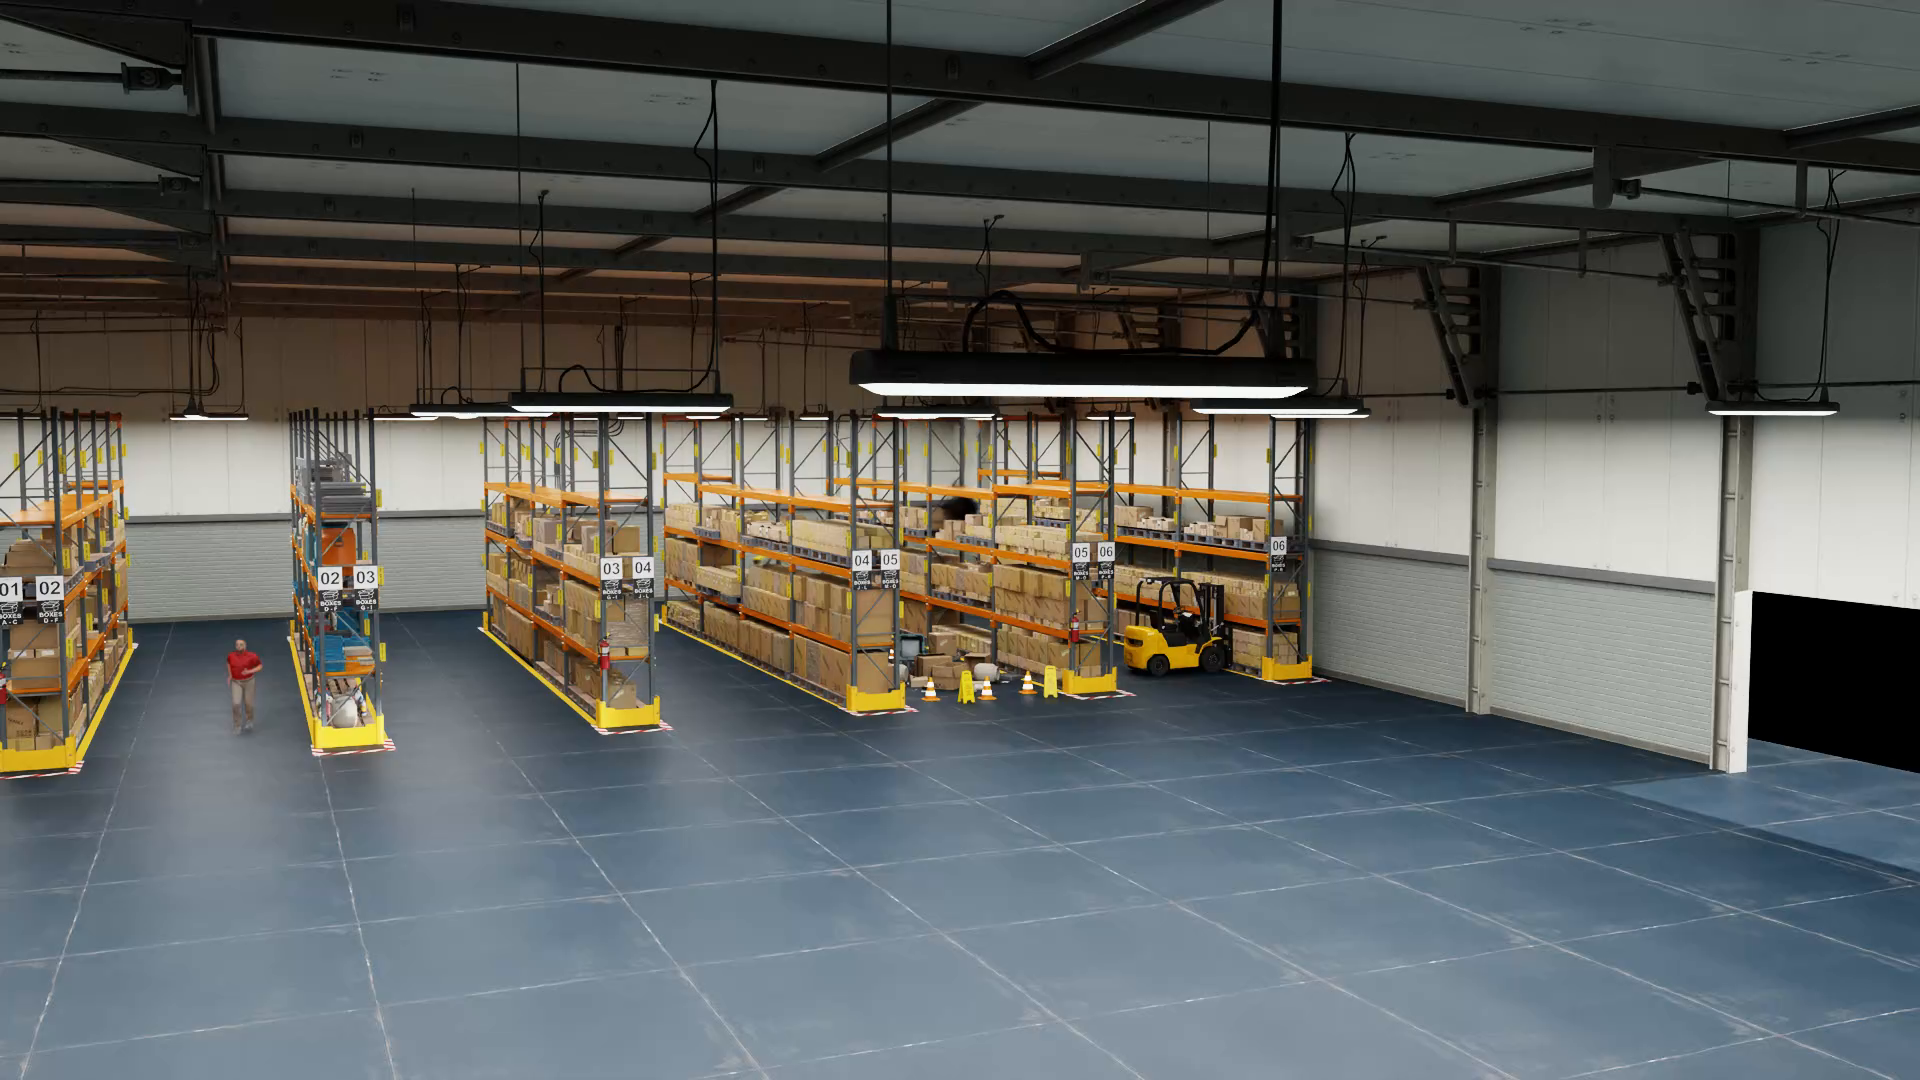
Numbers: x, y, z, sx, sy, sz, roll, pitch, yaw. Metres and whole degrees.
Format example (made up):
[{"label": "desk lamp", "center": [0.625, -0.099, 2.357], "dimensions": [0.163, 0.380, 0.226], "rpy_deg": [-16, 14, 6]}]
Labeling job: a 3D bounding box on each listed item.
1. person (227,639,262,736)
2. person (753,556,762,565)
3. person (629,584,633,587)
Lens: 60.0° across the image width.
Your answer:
[{"label": "person", "center": [-13.256, 2.709, 30.816], "dimensions": [0.645, 1.783, 0.784], "rpy_deg": [-1, 4, -13]}, {"label": "person", "center": [-5.999, 1.343, 50.363], "dimensions": [0.651, 1.752, 0.704], "rpy_deg": [-1, 4, -13]}, {"label": "person", "center": [-8.799, 1.747, 45.393], "dimensions": [0.575, 1.599, 0.548], "rpy_deg": [-2, 4, -23]}]
